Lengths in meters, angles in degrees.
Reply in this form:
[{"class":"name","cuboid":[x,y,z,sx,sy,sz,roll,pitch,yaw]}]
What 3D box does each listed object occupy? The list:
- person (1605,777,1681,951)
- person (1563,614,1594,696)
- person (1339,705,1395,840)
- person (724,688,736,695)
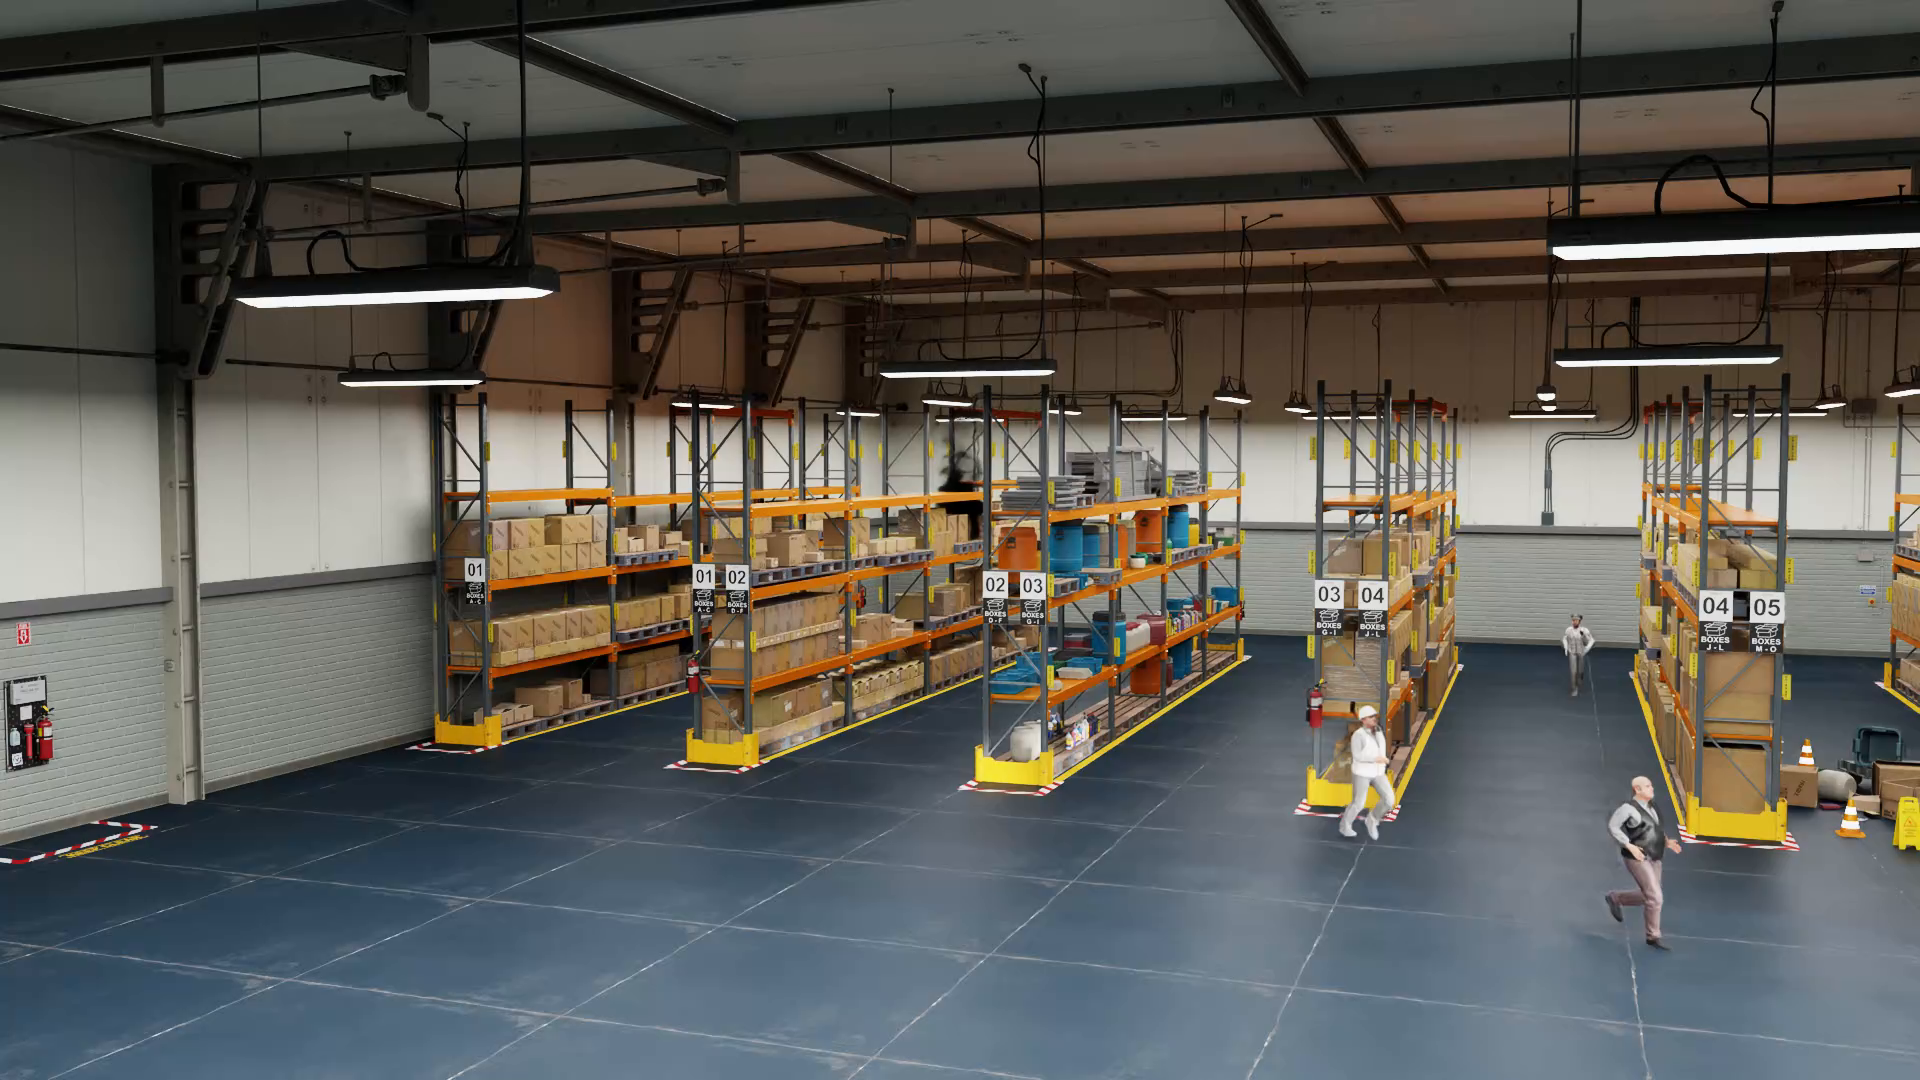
[{"class":"person","cuboid":[6.924,3.261,16.968,0.662,1.712,0.819,-2,4,-36]},{"class":"person","cuboid":[12.750,2.350,34.292,0.625,1.699,0.659,2,3,29]},{"class":"person","cuboid":[5.248,2.976,21.278,0.672,1.736,0.838,-2,3,-28]},{"class":"person","cuboid":[-4.217,2.558,30.936,0.546,1.572,0.841,1,3,11]}]
